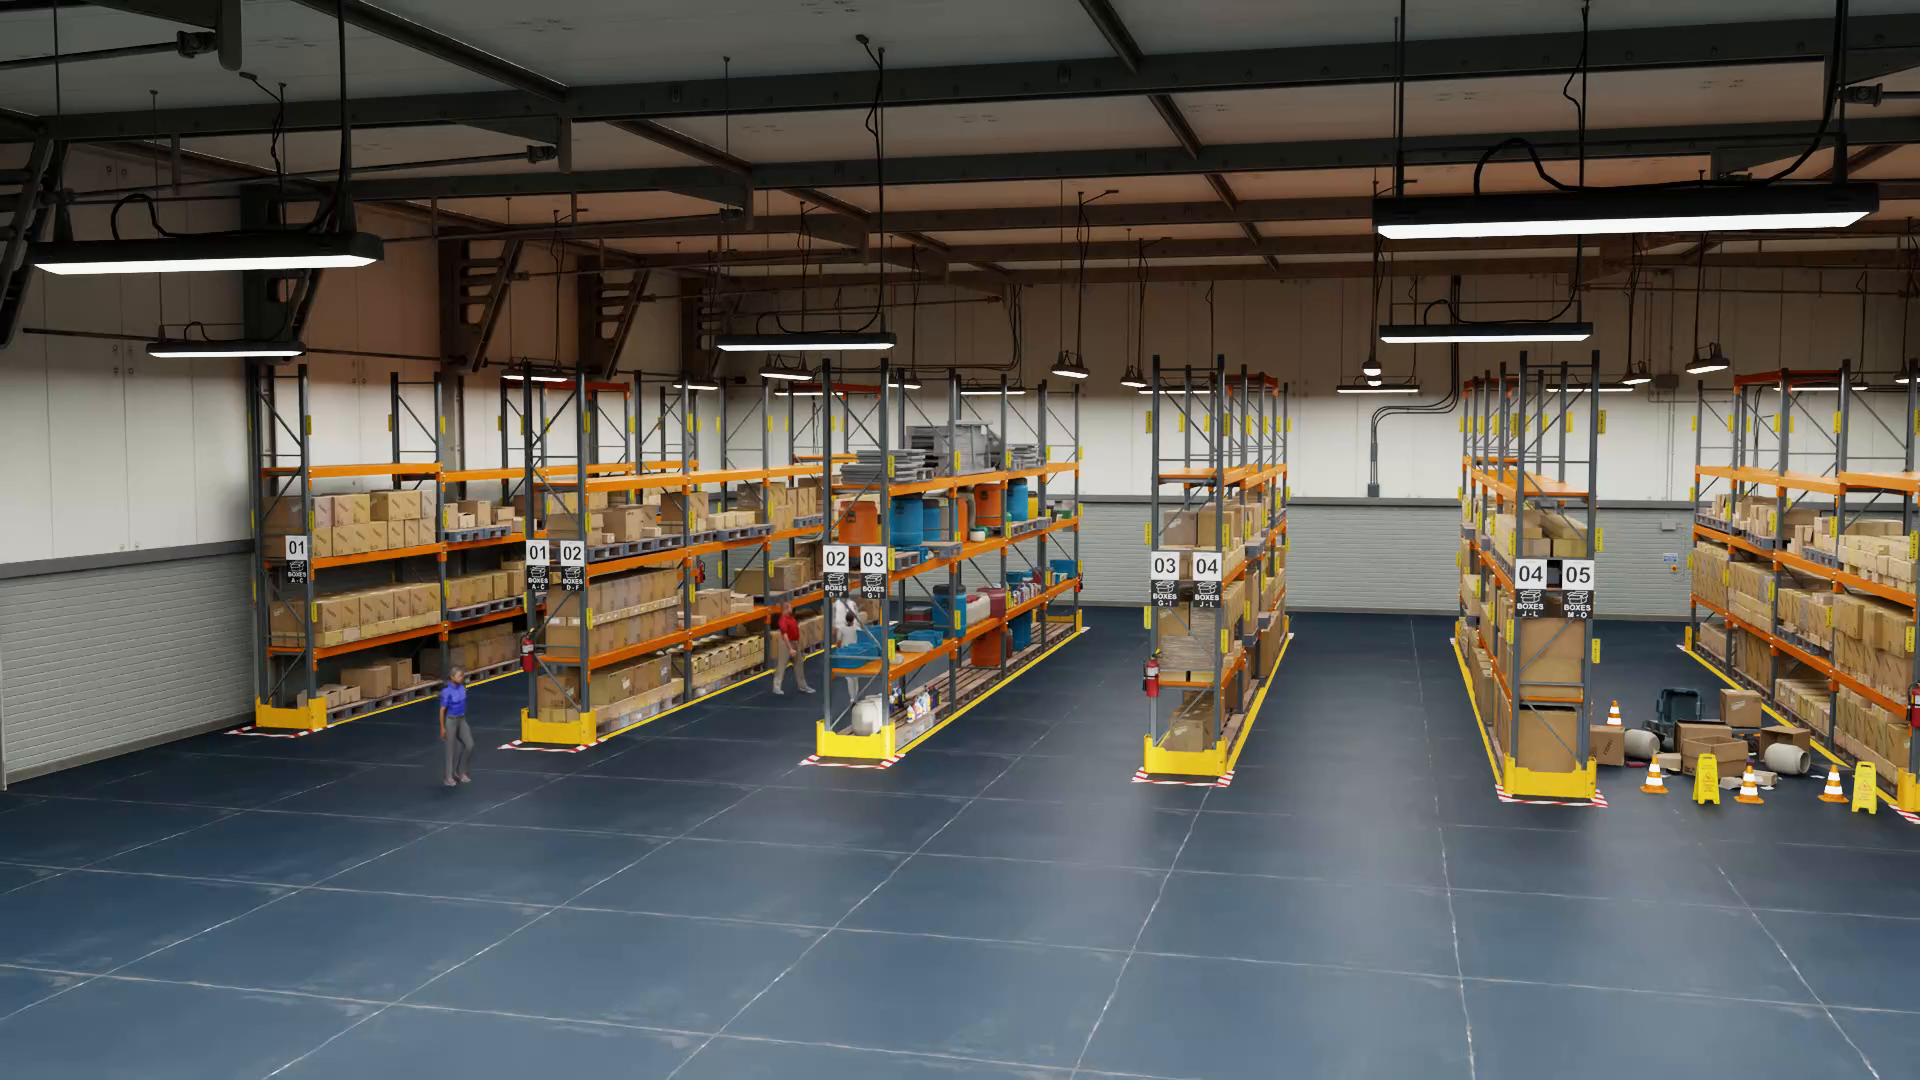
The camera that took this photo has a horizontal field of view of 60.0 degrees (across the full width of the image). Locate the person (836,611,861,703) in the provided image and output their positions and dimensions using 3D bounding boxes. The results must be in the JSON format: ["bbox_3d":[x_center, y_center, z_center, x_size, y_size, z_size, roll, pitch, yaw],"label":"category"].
[{"bbox_3d":[-1.975,2.126,29.905,0.505,1.715,0.646,-1,4,-20],"label":"person"}]

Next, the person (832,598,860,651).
[{"bbox_3d":[-2.308,1.792,33.586,0.629,1.726,0.956,0,4,5],"label":"person"}]

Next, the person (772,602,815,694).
[{"bbox_3d":[-3.104,1.996,30.782,0.621,1.726,0.708,2,4,24],"label":"person"}]

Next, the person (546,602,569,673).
[{"bbox_3d":[-7.705,1.967,32.067,0.547,1.704,0.528,3,5,38],"label":"person"}]

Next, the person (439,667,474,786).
[{"bbox_3d":[-7.069,2.605,23.203,0.359,1.693,0.596,2,4,26],"label":"person"}]
